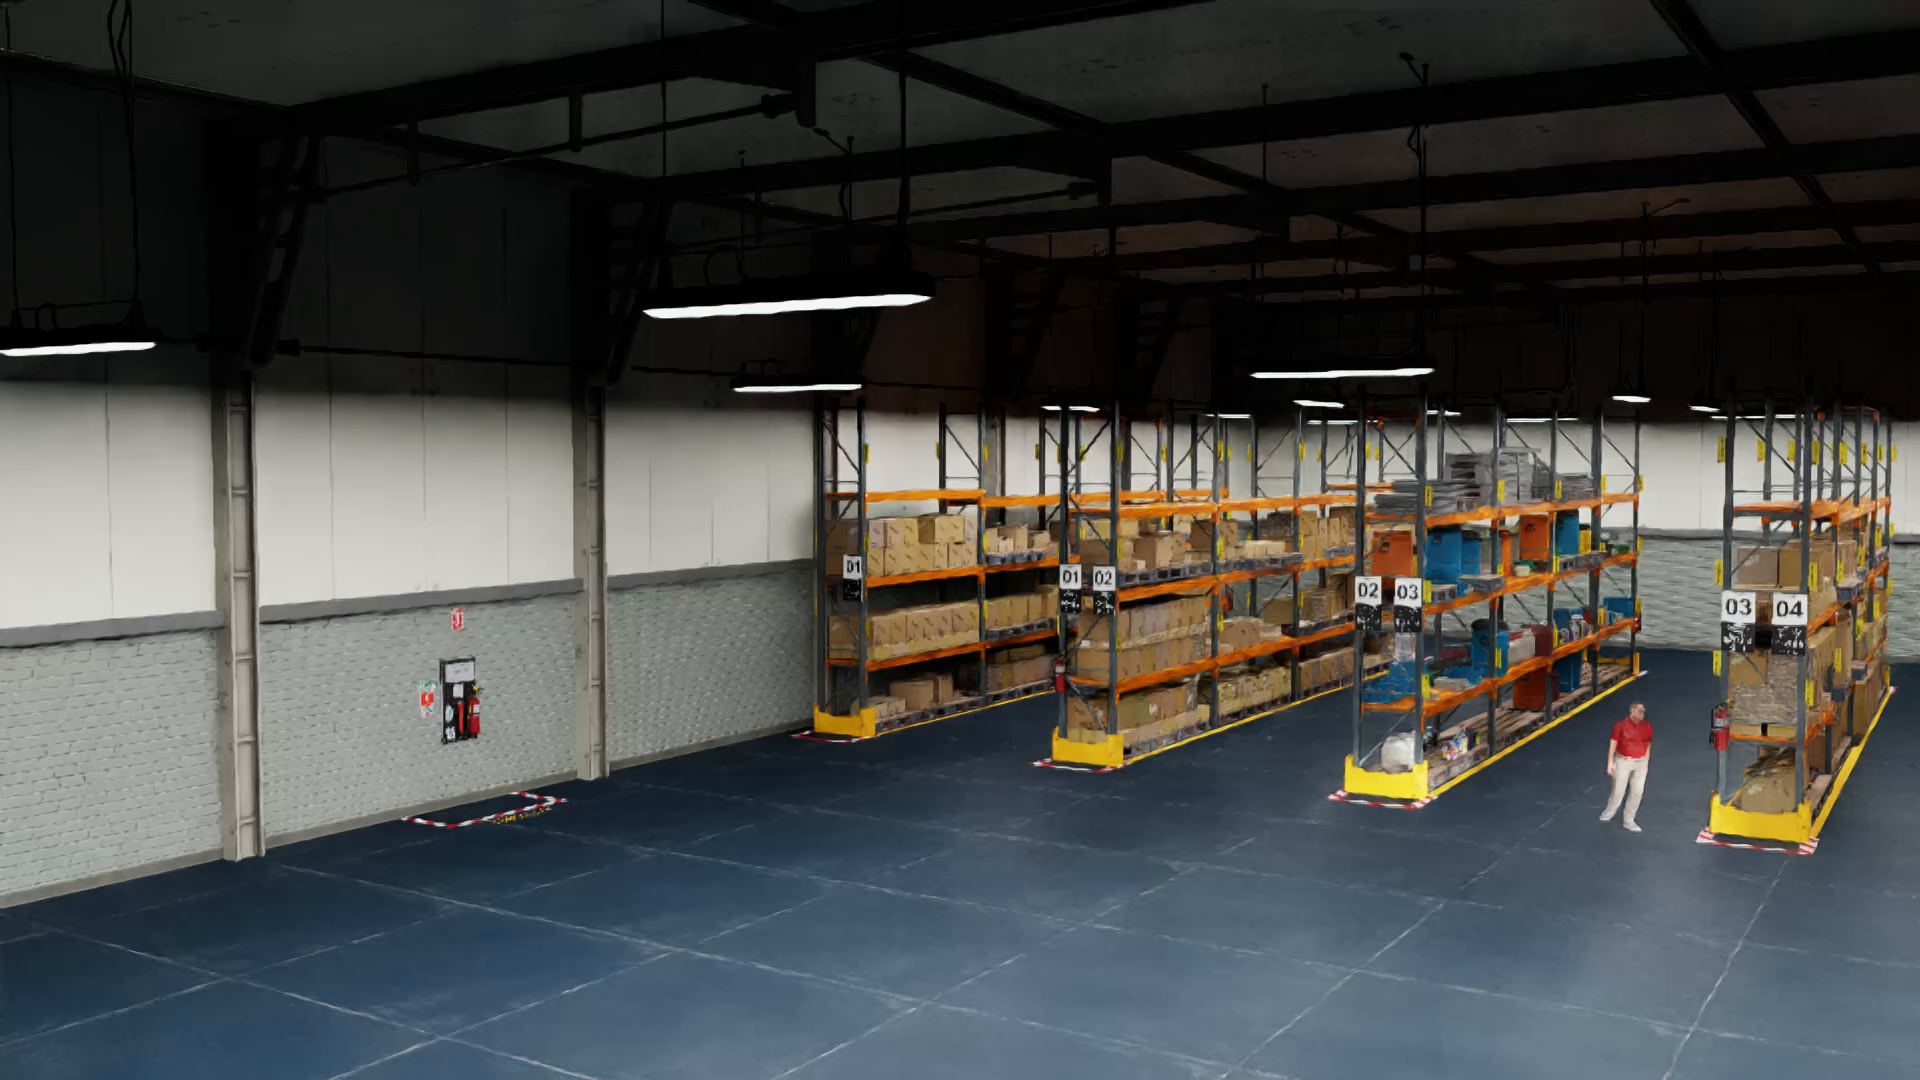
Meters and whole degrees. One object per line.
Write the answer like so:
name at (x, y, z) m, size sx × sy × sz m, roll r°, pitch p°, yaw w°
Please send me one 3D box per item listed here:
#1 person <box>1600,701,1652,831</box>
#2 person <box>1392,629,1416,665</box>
person at (8.882, 2.982, 22.166) m, size 0.605 × 1.716 × 0.557 m, roll 0°, pitch 3°, yaw -3°
person at (9.163, 2.334, 34.281) m, size 0.567 × 1.736 × 1.044 m, roll 2°, pitch 4°, yaw 31°
